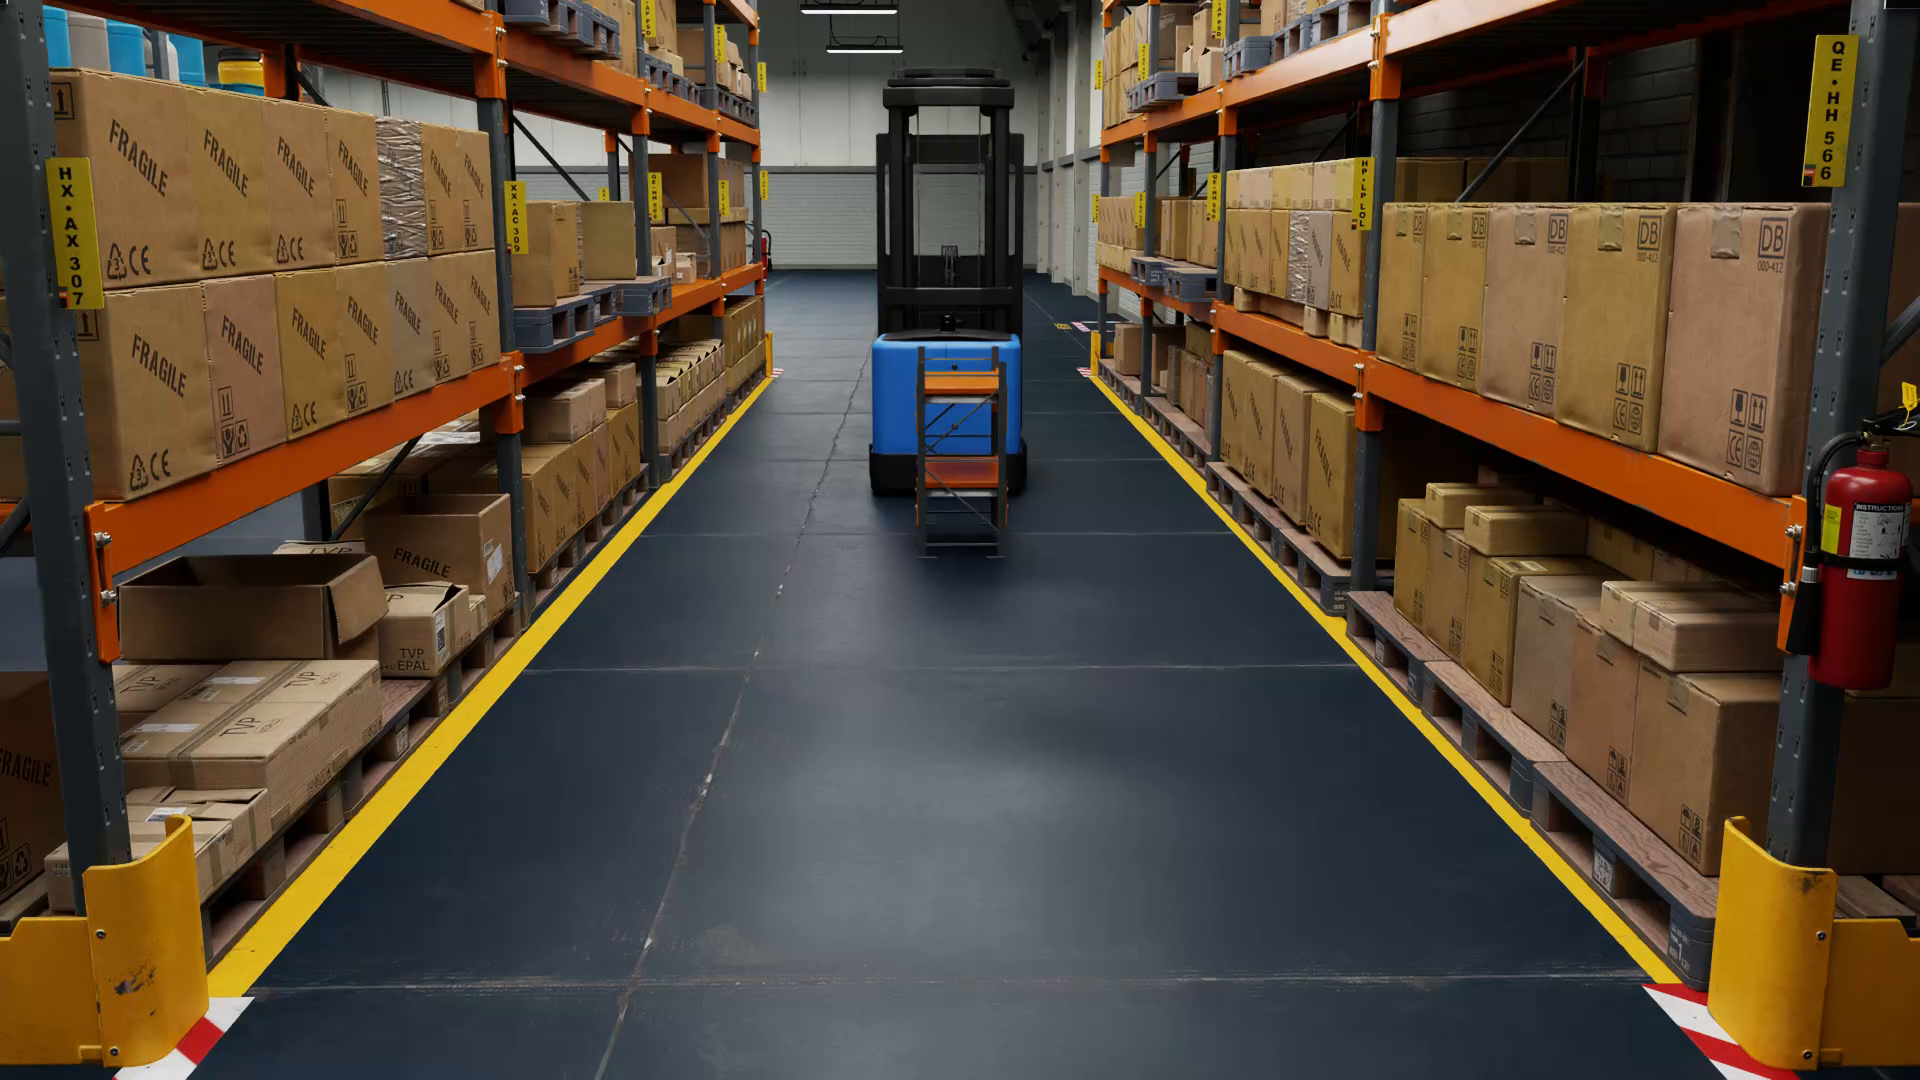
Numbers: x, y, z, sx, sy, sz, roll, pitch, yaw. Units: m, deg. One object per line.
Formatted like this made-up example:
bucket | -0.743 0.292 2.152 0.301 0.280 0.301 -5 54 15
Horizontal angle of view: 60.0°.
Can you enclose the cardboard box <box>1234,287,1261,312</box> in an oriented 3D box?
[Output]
cardboard box | 1.999 -1.571 10.839 0.380 0.149 0.250 0 11 1

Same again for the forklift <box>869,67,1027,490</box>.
forklift | -0.068 -2.019 12.641 1.130 2.935 3.031 0 11 1

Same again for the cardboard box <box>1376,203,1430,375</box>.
cardboard box | 2.383 -1.098 7.172 0.980 0.700 0.700 0 11 0

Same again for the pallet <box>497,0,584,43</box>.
pallet | -2.507 -2.546 7.990 1.213 0.211 1.003 0 11 -1

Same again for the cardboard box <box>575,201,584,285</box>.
cardboard box | -2.693 -1.780 9.982 0.700 0.500 0.500 2 12 10

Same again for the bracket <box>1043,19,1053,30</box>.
bracket | 2.178 -12.700 40.971 0.235 0.232 0.430 0 11 -1

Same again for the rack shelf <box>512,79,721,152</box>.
rack shelf | -2.688 -3.348 13.282 1.077 0.370 4.000 0 11 -1

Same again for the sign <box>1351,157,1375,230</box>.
sign | 1.846 -1.583 7.606 0.100 0.325 0.005 0 11 -1

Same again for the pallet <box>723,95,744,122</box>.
pallet | -2.795 -4.466 17.206 1.003 0.211 1.213 0 11 -1

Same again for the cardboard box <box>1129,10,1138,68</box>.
cardboard box | 1.920 -4.876 16.188 0.500 0.500 0.500 0 11 2

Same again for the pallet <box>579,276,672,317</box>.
pallet | -2.562 -1.604 10.905 1.213 0.211 1.003 0 11 -1

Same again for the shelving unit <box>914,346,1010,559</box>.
shelving unit | 0.000 -0.550 9.941 0.538 1.125 1.048 0 11 -1

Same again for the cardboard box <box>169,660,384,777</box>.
cardboard box | -2.230 0.581 5.458 0.500 0.250 0.500 0 11 -1

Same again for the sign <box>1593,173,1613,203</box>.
sign | 2.943 -1.524 7.652 0.100 0.325 0.005 0 11 -1

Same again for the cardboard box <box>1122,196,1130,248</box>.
cardboard box | 1.888 -3.145 16.456 0.500 0.500 0.500 0 11 -1

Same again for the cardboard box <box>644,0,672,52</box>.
cardboard box | -2.721 -4.362 13.906 0.500 0.500 0.500 1 12 4

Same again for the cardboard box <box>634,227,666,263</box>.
cardboard box | -2.709 -2.320 13.699 0.500 0.500 0.500 0 11 -1

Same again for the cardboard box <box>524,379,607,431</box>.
cardboard box | -2.362 -0.791 9.710 0.500 0.250 0.500 0 11 -2

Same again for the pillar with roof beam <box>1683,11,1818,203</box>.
pillar with roof beam | -1.036 -3.846 6.382 9.100 9.000 0.400 0 11 -1

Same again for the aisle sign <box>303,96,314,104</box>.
aisle sign | -7.469 -4.693 19.109 0.394 0.787 0.004 0 11 -1

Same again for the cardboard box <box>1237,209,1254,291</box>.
cardboard box | 2.062 -1.857 10.617 0.500 0.500 0.500 0 11 1

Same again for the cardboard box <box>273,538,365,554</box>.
cardboard box | -2.772 0.149 7.438 0.500 0.311 0.500 0 11 -1

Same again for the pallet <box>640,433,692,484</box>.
pallet | -2.625 -0.630 12.634 1.003 0.211 1.213 0 11 -1

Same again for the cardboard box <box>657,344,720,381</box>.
cardboard box | -2.417 -1.578 14.743 0.500 0.311 0.500 0 11 0

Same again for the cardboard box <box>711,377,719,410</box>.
cardboard box | -2.422 -1.304 14.804 0.500 0.250 0.500 0 11 -2

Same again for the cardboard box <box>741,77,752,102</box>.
cardboard box | -2.525 -4.866 17.926 0.500 0.250 0.500 0 11 -1

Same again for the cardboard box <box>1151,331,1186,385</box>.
cardboard box | 2.162 -1.846 16.793 0.500 0.500 0.500 -1 12 -5

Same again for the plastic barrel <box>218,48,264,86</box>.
plastic barrel | -7.614 -4.945 17.818 0.600 0.588 0.600 0 11 0

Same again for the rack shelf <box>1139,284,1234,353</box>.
rack shelf | 2.265 -1.899 13.684 1.077 0.370 4.000 0 11 -1

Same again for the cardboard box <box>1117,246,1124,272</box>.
cardboard box | 1.883 -2.877 17.024 0.500 0.250 0.500 0 11 -1

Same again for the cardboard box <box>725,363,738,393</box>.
cardboard box | -2.436 -1.580 16.160 0.500 0.250 0.500 0 11 -1

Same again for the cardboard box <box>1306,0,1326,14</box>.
cardboard box | 2.435 -3.277 9.767 0.700 0.500 0.500 0 11 2

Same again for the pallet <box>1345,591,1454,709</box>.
pallet | 2.326 0.459 7.264 1.003 0.211 1.213 0 11 -1

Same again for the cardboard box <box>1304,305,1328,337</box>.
cardboard box | 2.045 -1.166 8.841 0.380 0.149 0.250 0 11 -1

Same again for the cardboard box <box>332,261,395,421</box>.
cardboard box | -2.259 -0.683 5.628 0.500 0.500 0.500 0 11 0

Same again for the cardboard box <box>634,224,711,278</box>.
cardboard box | -2.745 -2.765 15.893 0.700 0.500 0.500 -1 11 -3

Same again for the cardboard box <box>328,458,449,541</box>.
cardboard box | -2.861 -0.125 8.312 0.500 0.500 0.500 0 11 -1

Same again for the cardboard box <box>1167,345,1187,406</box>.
cardboard box | 2.255 -1.493 15.056 0.700 0.500 0.500 0 11 1

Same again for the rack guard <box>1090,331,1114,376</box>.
rack guard | 2.142 -2.204 19.666 1.175 0.500 0.348 0 11 -1

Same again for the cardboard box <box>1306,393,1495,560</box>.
cardboard box | 2.245 -0.340 8.540 0.750 0.750 0.750 0 11 0

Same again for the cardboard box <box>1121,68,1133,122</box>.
cardboard box | 1.919 -4.488 16.790 0.500 0.500 0.500 -1 11 -3

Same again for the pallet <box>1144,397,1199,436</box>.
pallet | 2.241 -1.128 15.087 1.003 0.211 1.213 0 11 -1

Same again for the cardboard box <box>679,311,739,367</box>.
cardboard box | -2.426 -1.947 16.086 0.500 0.500 0.500 0 11 -1

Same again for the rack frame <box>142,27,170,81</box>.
rack frame | -7.682 -5.548 14.775 1.000 3.000 0.127 0 11 -1

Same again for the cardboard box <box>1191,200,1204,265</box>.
cardboard box | 2.238 -2.459 13.280 0.700 0.500 0.500 0 11 -1

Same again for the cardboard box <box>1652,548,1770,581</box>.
cardboard box | 2.537 0.122 5.513 0.380 0.149 0.250 0 11 0

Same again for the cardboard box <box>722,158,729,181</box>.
cardboard box | -2.776 -3.700 17.239 0.700 0.500 0.500 0 11 -1

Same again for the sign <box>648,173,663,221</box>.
sign | -2.104 -2.366 11.462 0.100 0.325 0.005 0 11 -1

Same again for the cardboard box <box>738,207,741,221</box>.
cardboard box | -2.598 -3.562 18.189 0.380 0.149 0.250 0 11 0

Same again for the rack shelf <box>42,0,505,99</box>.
rack shelf | -2.523 -1.758 5.443 1.077 0.370 4.000 0 11 -1

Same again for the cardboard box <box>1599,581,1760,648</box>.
cardboard box | 2.166 0.223 5.013 0.380 0.149 0.250 0 11 0

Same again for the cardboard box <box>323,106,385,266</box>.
cardboard box | -2.262 -1.175 5.541 0.500 0.500 0.500 0 11 -2

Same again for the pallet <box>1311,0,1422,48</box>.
pallet | 2.320 -2.617 8.352 0.805 0.209 1.217 -1 11 -3

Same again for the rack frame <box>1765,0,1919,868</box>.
rack frame | 2.471 -0.264 3.814 1.000 3.000 0.127 0 11 -1

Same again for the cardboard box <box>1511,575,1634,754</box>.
cardboard box | 2.335 0.417 5.688 0.700 0.500 0.500 -1 11 -3
